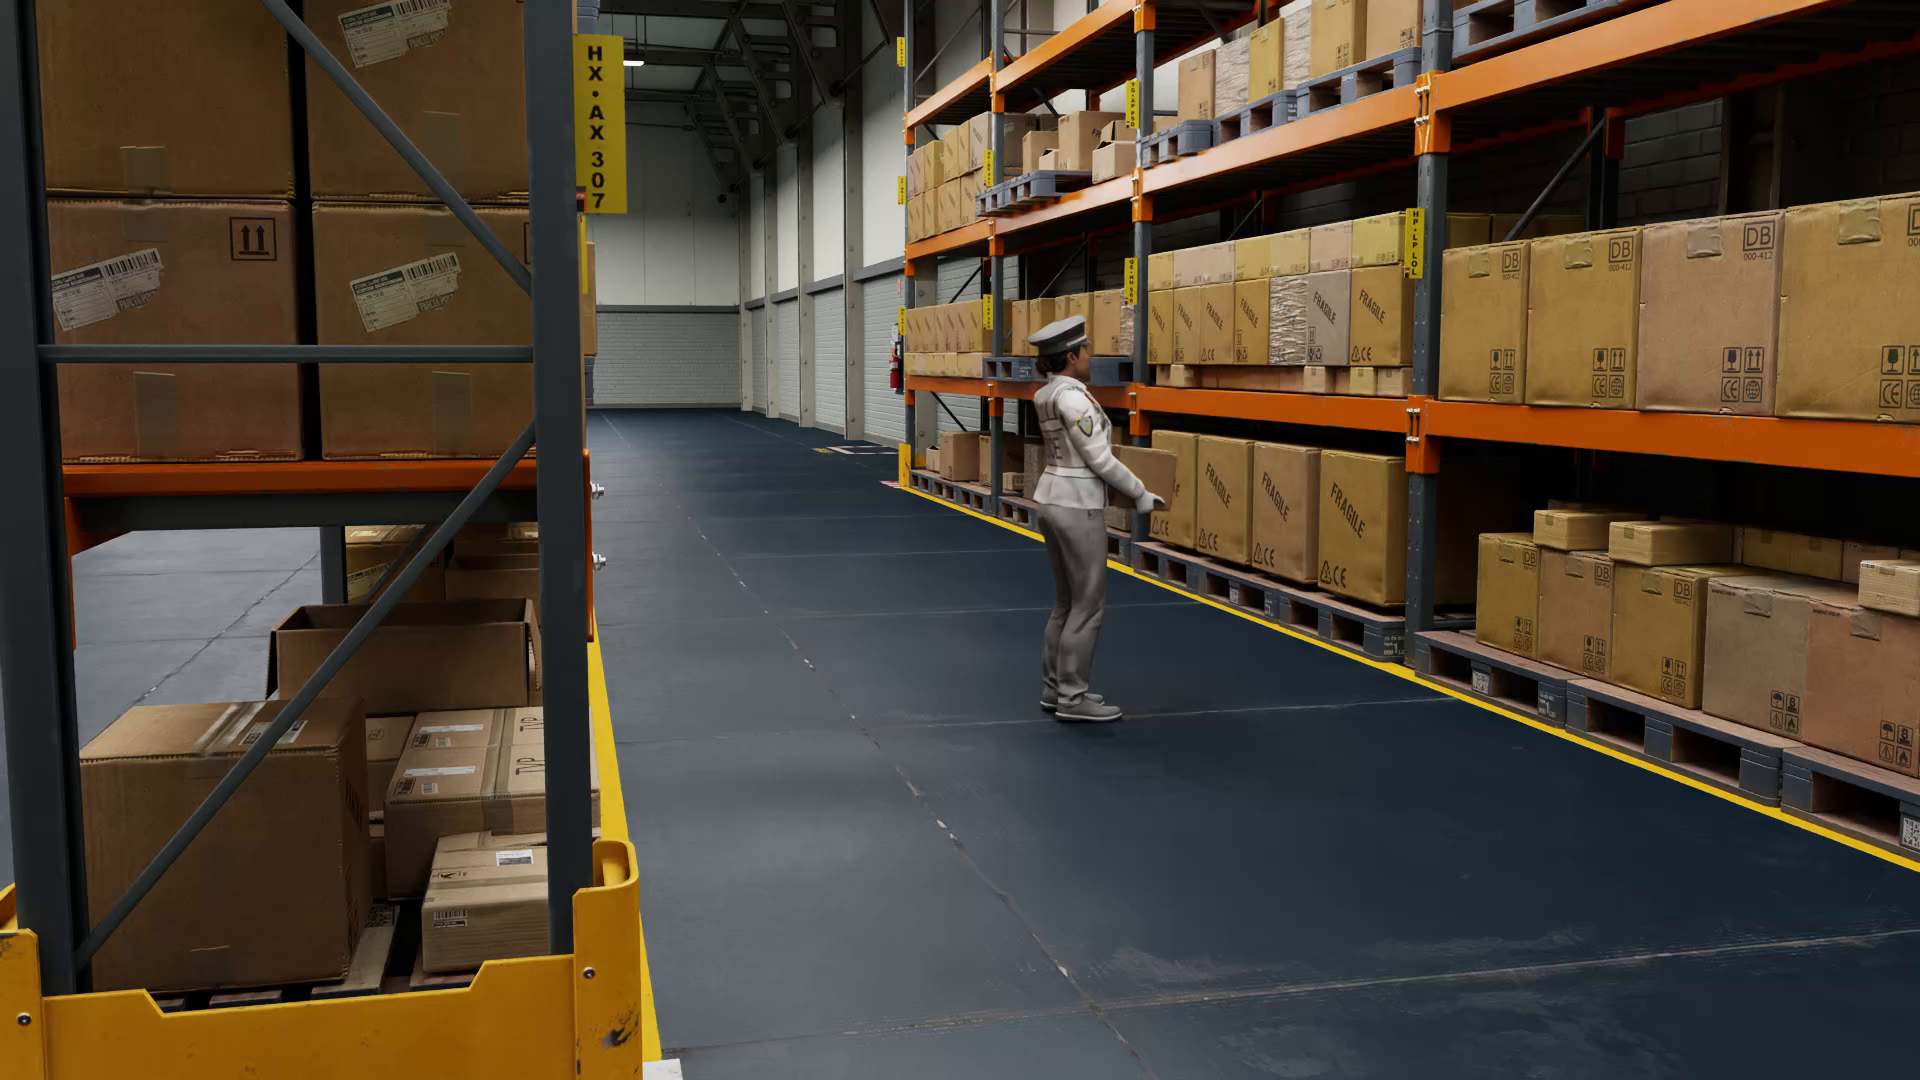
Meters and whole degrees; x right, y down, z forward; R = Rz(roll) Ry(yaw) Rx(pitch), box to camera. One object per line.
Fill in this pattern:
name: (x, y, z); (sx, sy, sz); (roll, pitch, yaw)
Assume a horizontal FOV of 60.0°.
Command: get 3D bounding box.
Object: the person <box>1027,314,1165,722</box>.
person: (0.556, -0.098, 6.980); (0.547, 1.689, 0.459); (-1, 6, -13)
